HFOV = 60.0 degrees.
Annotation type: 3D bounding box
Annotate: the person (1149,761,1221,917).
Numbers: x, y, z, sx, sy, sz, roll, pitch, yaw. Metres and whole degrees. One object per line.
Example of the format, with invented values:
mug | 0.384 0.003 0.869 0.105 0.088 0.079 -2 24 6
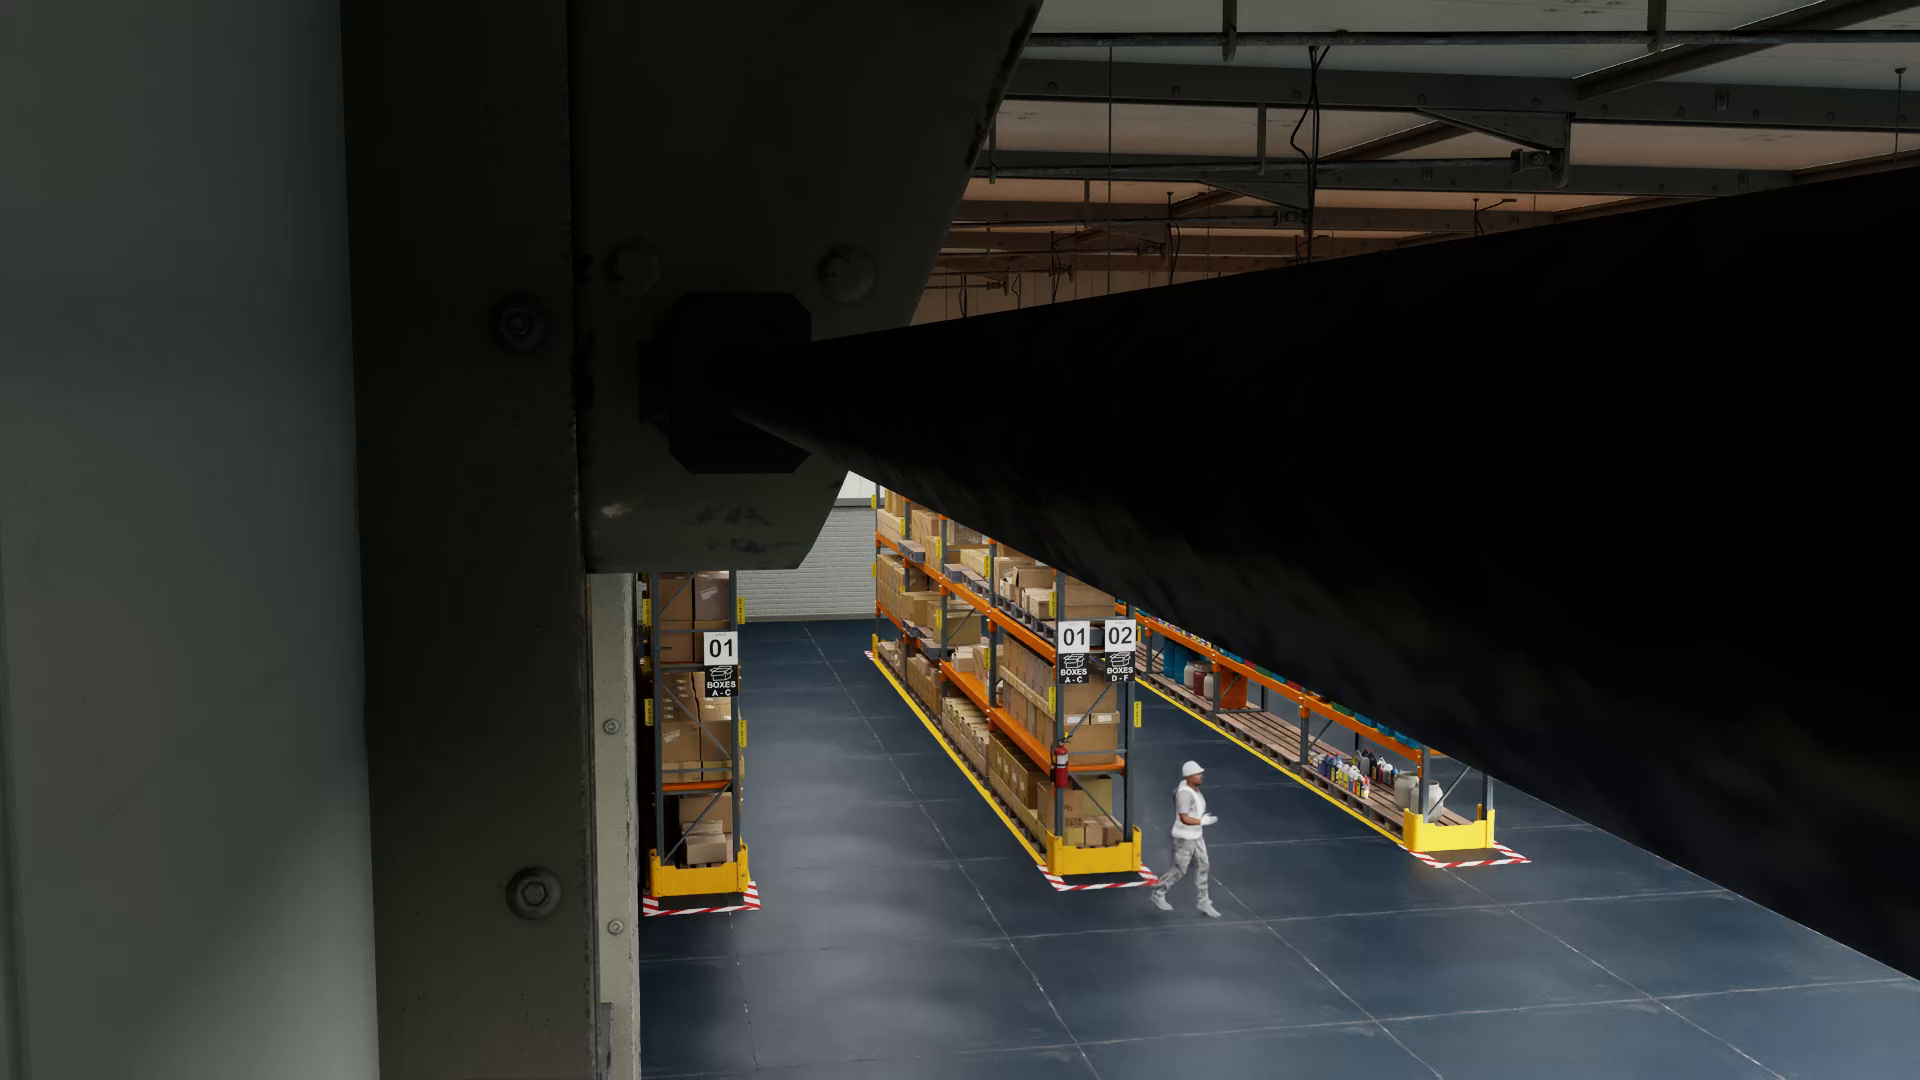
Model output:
person | 2.625 3.466 19.290 0.828 1.838 0.703 2 6 20
